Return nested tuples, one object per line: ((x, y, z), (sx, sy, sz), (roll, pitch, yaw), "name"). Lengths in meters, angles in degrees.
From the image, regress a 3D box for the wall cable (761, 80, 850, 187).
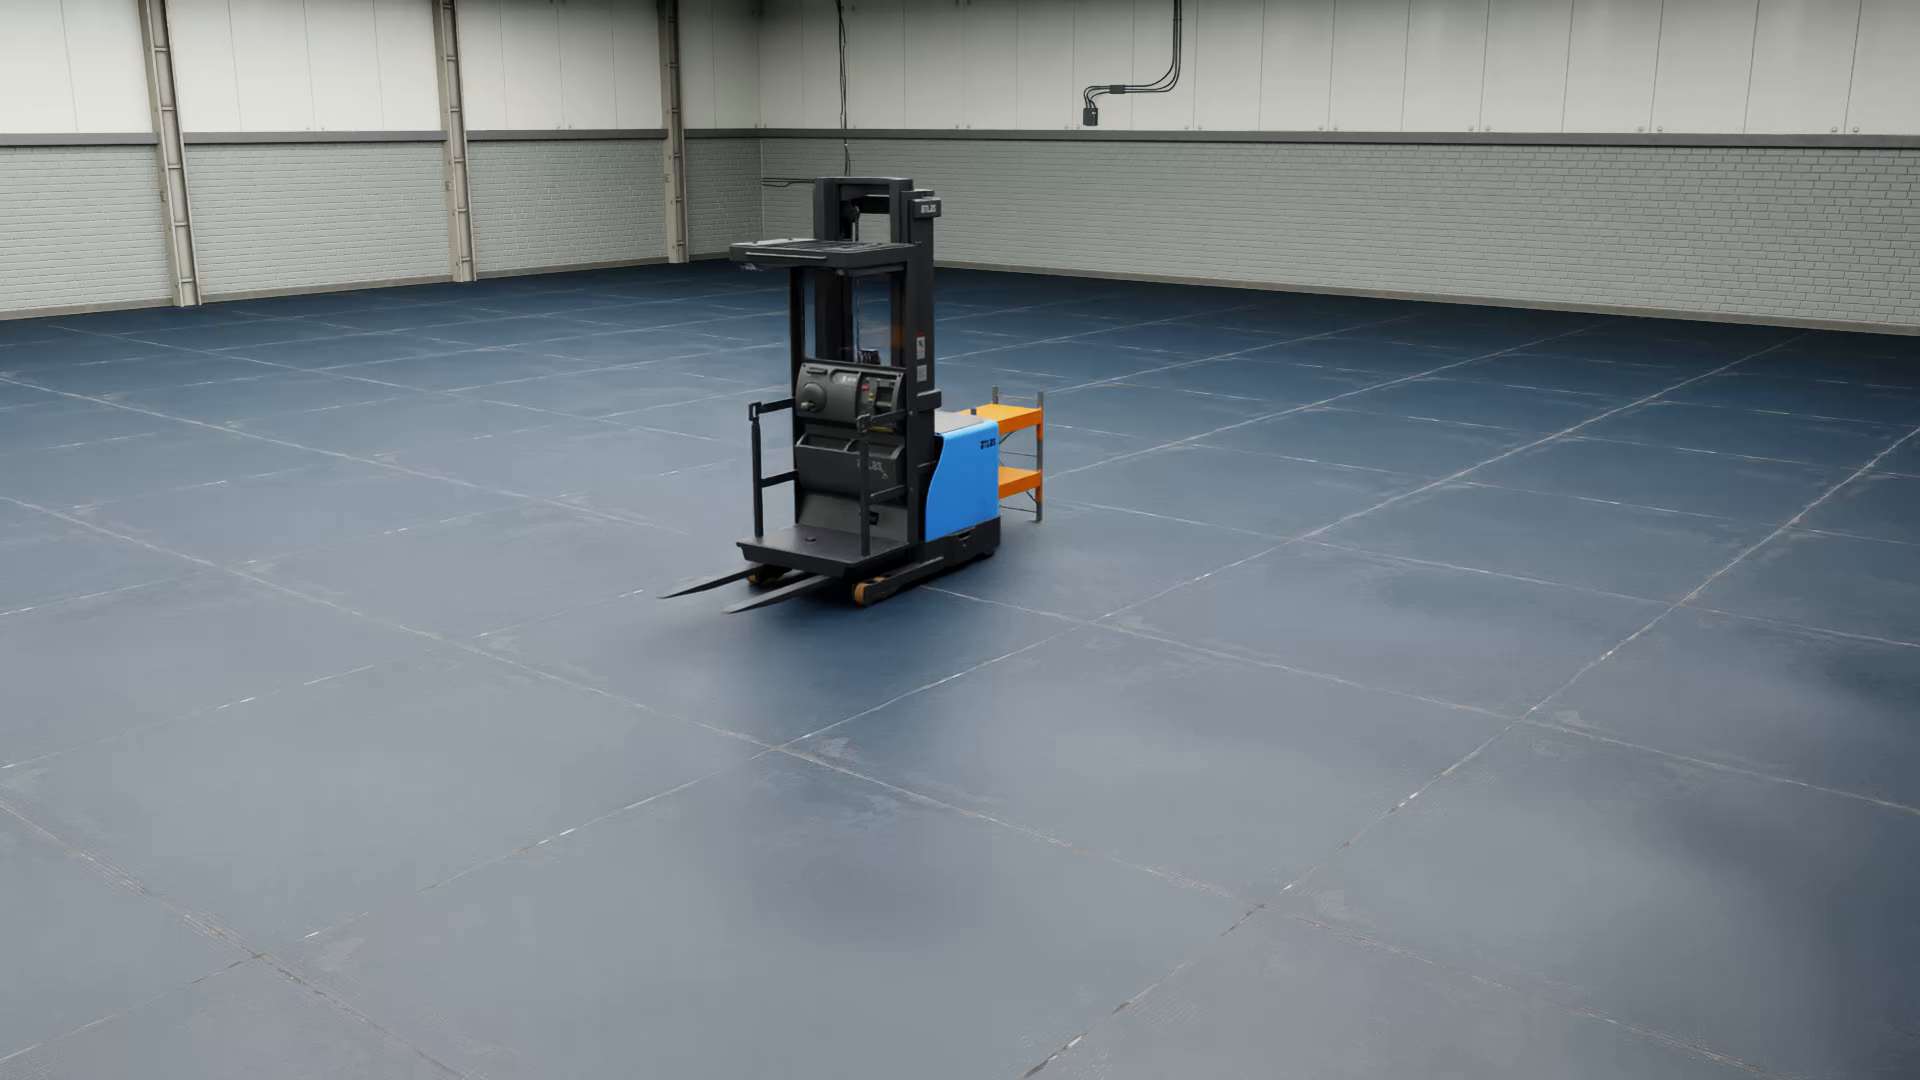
((-3.848, -9.856, 40.450), (3.097, 2.526, 0.112), (11, 18, 38), "wall cable")

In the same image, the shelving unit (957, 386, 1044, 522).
((0.204, -0.636, 13.841), (0.538, 1.125, 1.048), (10, 17, 33), "shelving unit")

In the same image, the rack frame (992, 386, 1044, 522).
((0.490, -0.739, 14.249), (0.500, 1.125, 0.032), (10, 17, 33), "rack frame")

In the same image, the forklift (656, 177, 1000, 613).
((-0.926, -1.085, 11.942), (1.130, 2.935, 3.031), (10, 17, 33), "forklift")

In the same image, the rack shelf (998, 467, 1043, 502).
((0.204, -0.399, 13.902), (0.538, 0.278, 1.000), (10, 17, 33), "rack shelf")

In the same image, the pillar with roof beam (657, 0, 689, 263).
((-3.380, -10.335, 36.030), (9.100, 9.000, 0.400), (11, 18, 38), "pillar with roof beam")

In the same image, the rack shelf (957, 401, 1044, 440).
((0.204, -0.920, 13.769), (0.538, 0.278, 1.000), (10, 17, 33), "rack shelf")

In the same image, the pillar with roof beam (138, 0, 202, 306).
((-10.922, -8.037, 26.983), (9.100, 9.000, 0.400), (11, 18, 38), "pillar with roof beam")

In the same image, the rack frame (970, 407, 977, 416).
((-0.082, -0.532, 13.434), (0.500, 1.125, 0.032), (10, 17, 33), "rack frame")

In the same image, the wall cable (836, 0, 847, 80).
((-1.744, -11.885, 38.180), (3.097, 2.526, 0.112), (11, 18, 38), "wall cable")

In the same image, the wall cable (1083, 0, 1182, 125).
((3.526, -11.537, 33.854), (2.305, 6.003, 0.169), (11, 18, 38), "wall cable")

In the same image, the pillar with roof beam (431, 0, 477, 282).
((-7.151, -9.186, 31.507), (9.100, 9.000, 0.400), (11, 18, 38), "pillar with roof beam")
